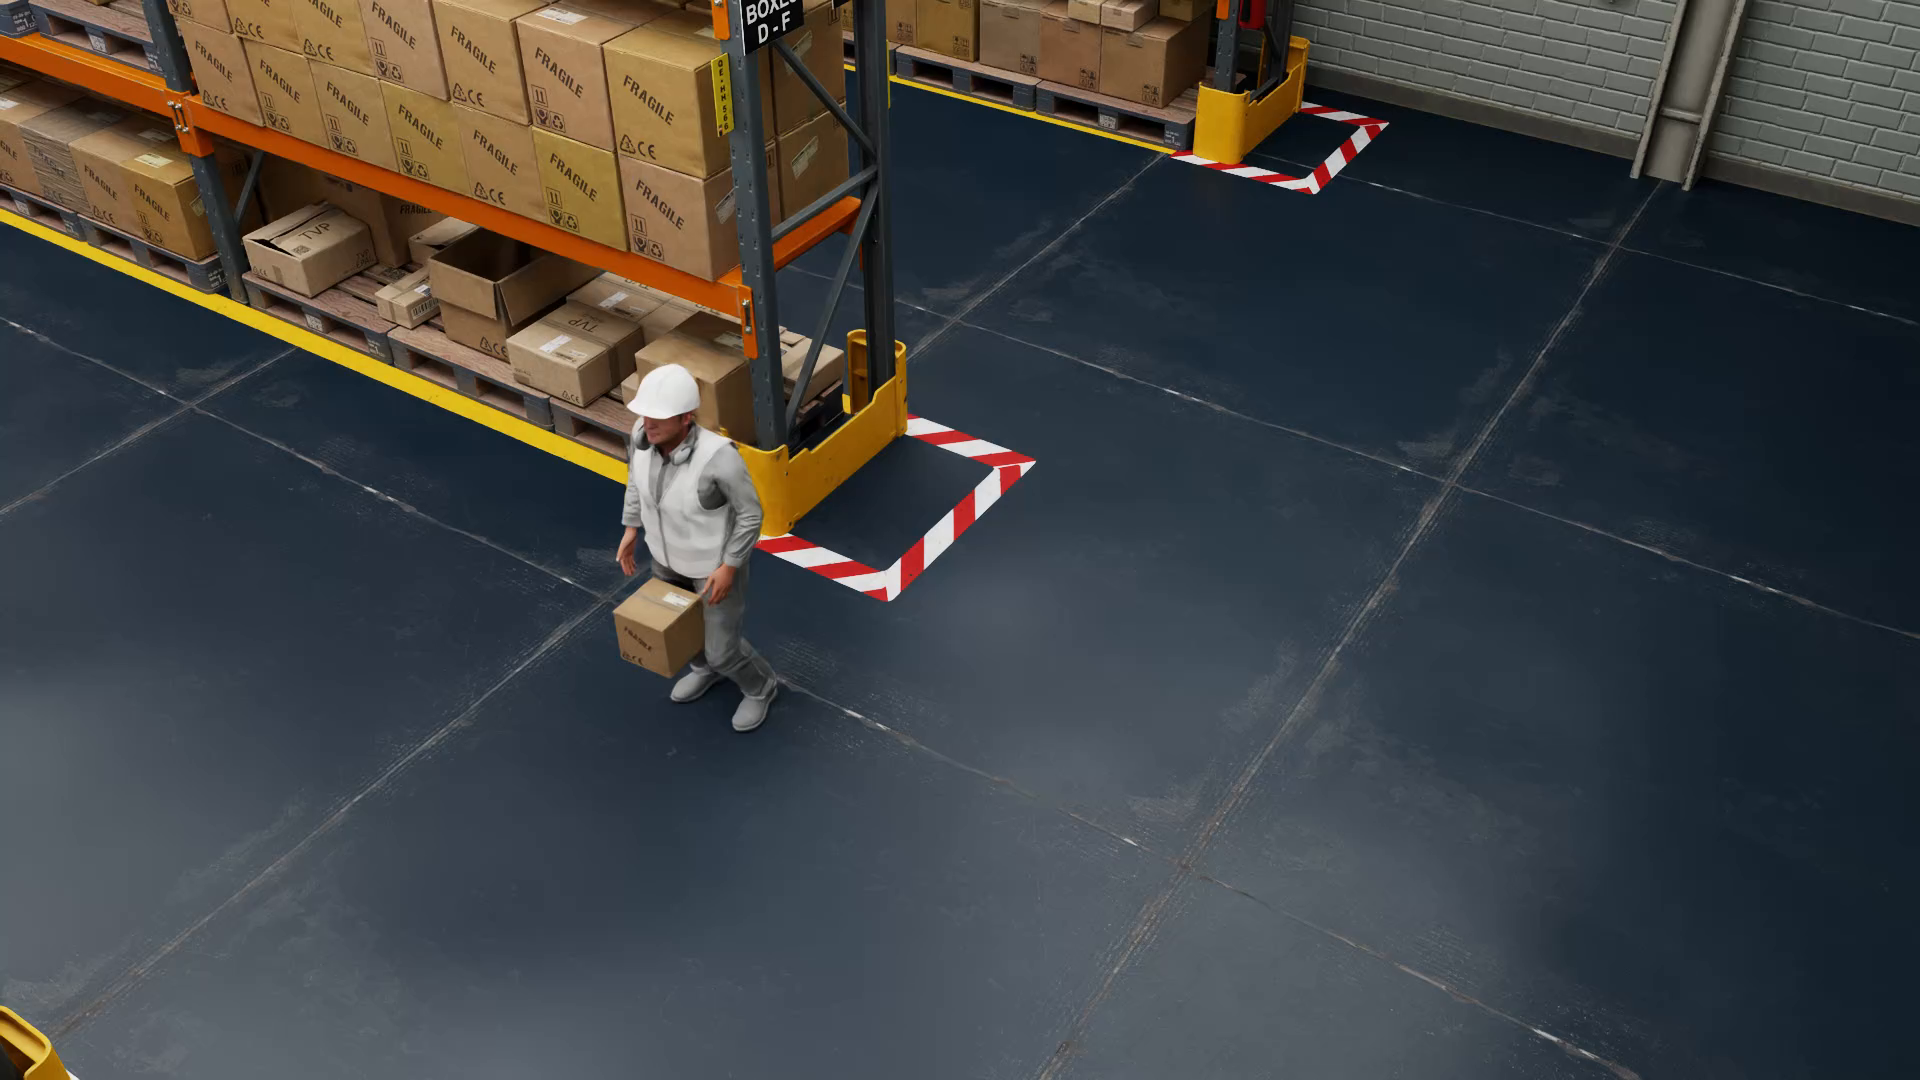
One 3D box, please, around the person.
[{"bbox_3d":[-1.053,0.040,6.634,0.643,1.742,0.465,23,44,27],"label":"person"}]
